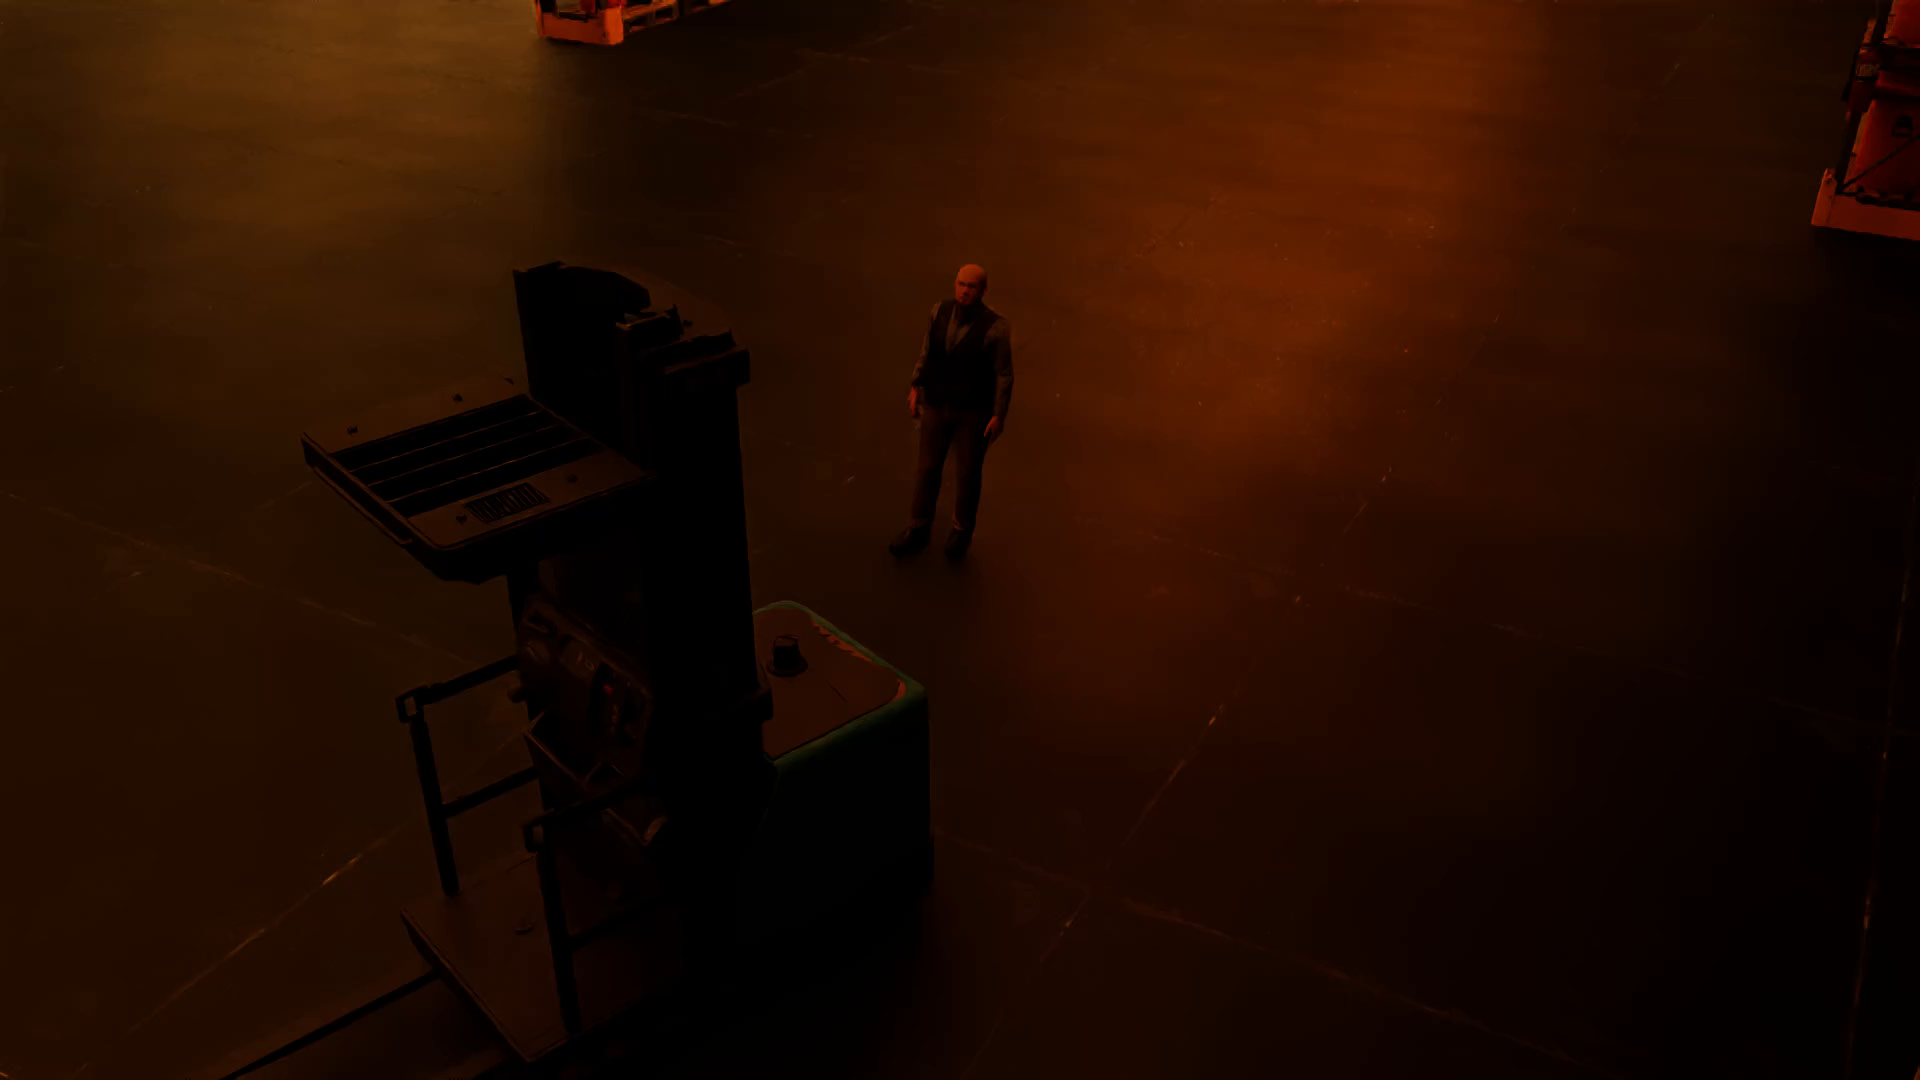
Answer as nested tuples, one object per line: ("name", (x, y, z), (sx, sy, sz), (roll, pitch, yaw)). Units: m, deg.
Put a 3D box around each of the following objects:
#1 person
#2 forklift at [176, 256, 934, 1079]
("person", (-0.037, -0.726, 9.525), (0.632, 1.720, 0.567), (15, 33, 25))
("forklift", (-1.558, 0.573, 6.078), (3.031, 2.935, 1.130), (-24, 37, -35))
